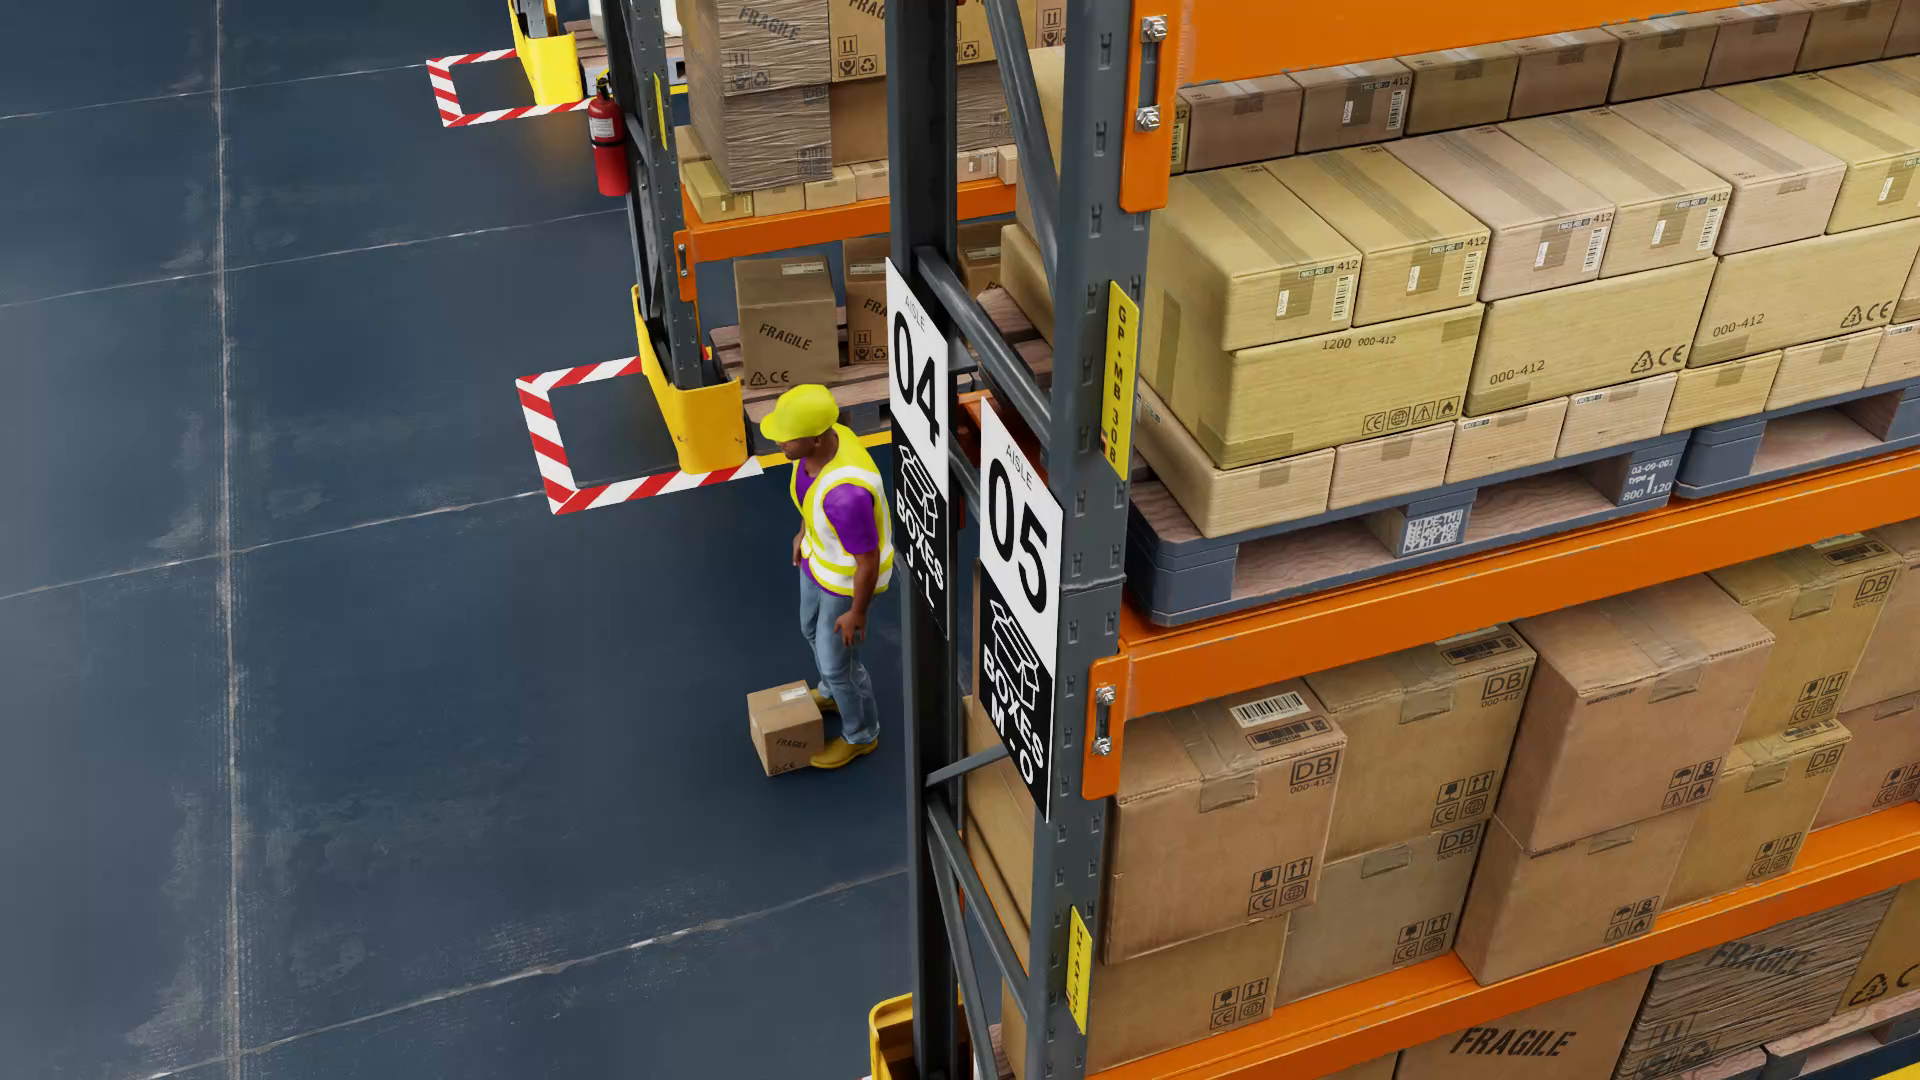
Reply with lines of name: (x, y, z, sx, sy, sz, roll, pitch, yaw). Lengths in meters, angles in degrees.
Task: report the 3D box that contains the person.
person: (-0.505, 0.127, 6.475, 0.463, 1.755, 0.625, -14, 40, -18)
